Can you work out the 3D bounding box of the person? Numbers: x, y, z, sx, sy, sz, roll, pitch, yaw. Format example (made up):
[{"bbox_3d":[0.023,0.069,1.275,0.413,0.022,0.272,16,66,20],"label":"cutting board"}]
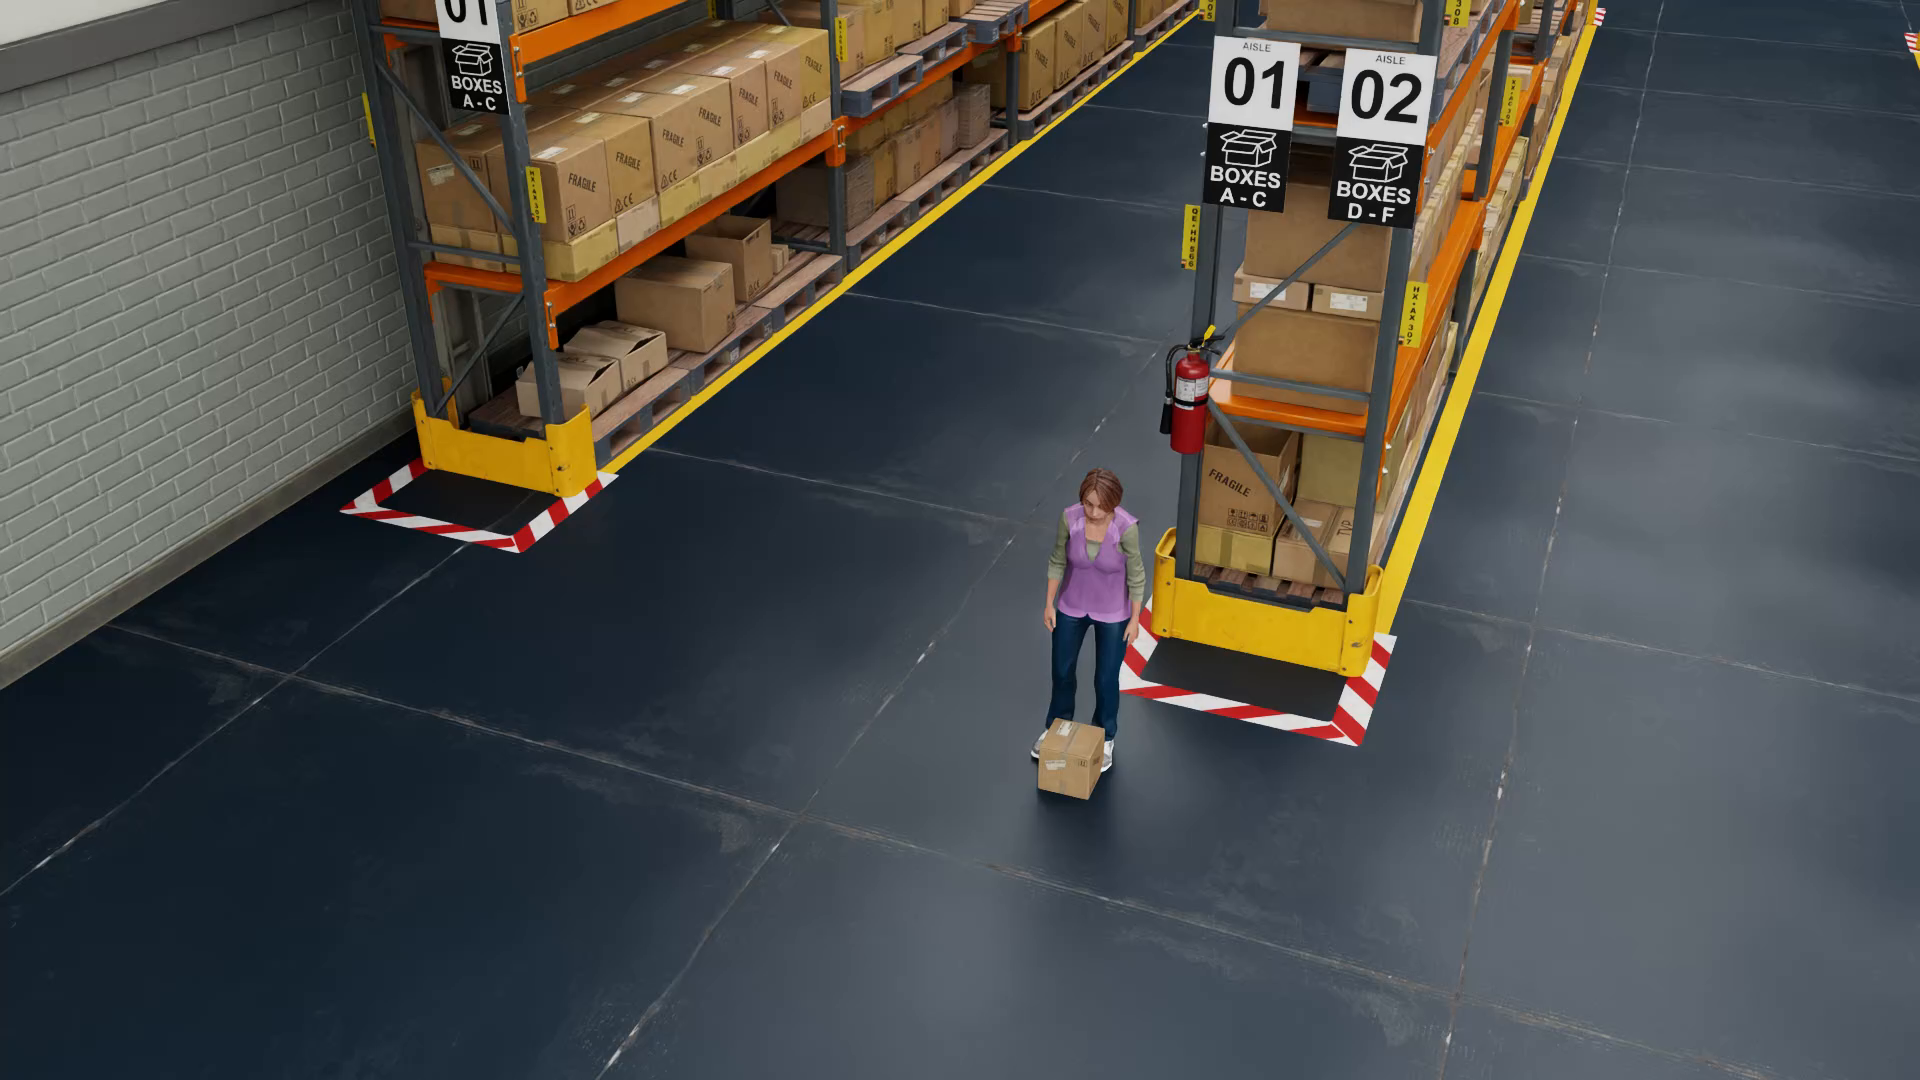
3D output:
[{"bbox_3d":[0.616,0.351,7.791,0.483,1.592,0.347,10,31,16],"label":"person"}]
